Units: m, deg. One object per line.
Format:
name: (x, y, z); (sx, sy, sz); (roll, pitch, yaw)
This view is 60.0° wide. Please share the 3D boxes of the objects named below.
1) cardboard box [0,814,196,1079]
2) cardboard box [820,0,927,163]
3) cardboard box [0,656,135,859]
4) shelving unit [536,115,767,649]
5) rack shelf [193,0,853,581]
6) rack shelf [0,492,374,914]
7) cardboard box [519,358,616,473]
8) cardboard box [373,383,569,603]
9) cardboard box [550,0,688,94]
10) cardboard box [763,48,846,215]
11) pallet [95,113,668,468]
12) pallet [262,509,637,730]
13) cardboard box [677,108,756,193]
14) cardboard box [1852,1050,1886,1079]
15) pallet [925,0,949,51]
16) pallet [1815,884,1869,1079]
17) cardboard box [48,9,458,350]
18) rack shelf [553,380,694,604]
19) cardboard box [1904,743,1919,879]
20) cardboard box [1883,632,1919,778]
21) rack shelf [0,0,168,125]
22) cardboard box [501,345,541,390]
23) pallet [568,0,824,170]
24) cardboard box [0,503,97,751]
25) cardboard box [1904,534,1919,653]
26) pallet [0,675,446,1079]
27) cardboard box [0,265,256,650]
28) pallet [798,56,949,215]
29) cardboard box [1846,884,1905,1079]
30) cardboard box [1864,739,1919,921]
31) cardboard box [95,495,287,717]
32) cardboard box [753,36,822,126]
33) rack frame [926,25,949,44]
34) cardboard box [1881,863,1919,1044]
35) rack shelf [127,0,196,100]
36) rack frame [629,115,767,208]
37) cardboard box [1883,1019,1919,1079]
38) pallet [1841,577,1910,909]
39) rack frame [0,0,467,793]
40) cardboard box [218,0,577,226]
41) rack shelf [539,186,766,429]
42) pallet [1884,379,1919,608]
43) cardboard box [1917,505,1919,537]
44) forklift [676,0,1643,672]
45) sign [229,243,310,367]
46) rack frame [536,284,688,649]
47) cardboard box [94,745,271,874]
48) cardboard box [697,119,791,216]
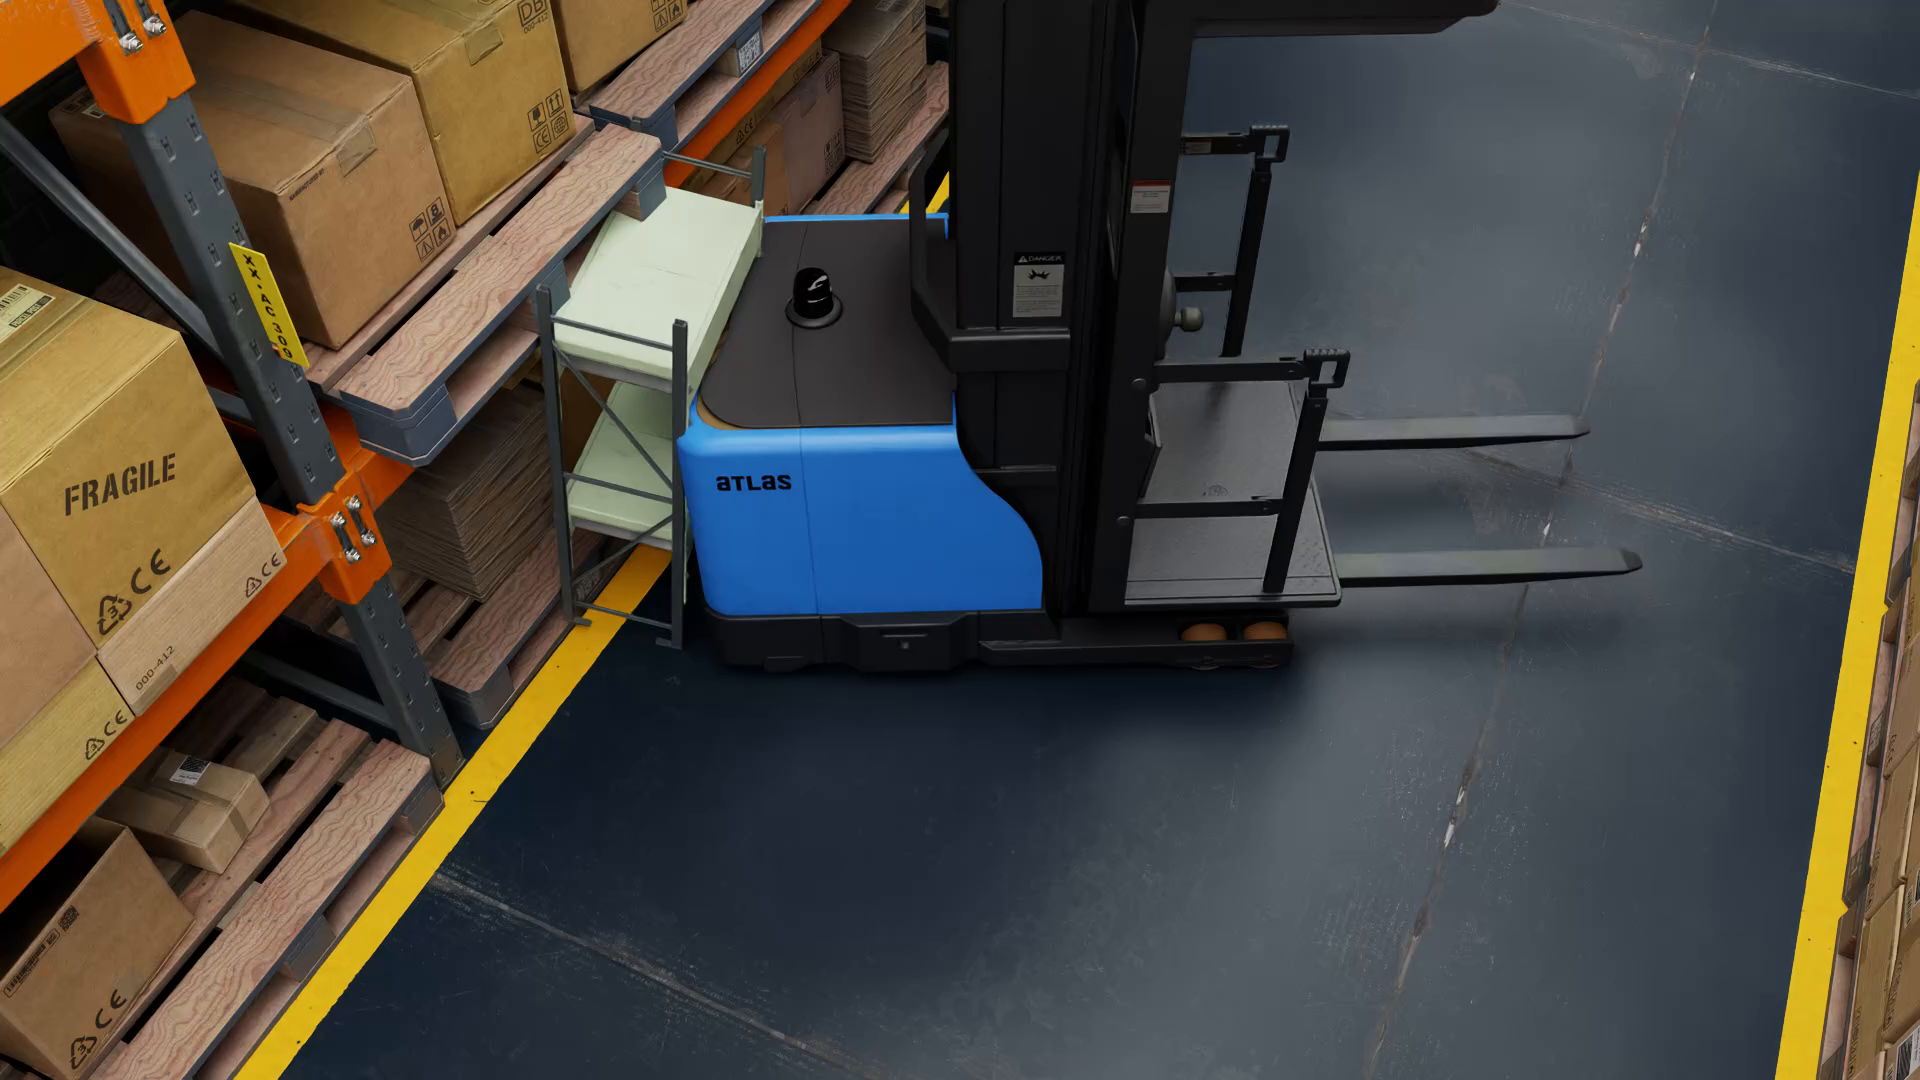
cardboard box: (-2.416, 0.993, 4.288); (0.500, 0.500, 0.500); (16, 52, 13)
cardboard box: (-0.561, -1.977, 6.815); (0.700, 0.500, 0.500); (20, 53, 17)
cardboard box: (-2.158, 0.405, 3.521); (0.500, 0.250, 0.500); (20, 52, 16)
shelving unit: (-0.926, -0.427, 5.102); (0.431, 1.500, 0.755); (14, 52, 1)
rack shelf: (-1.155, -1.547, 5.569); (1.077, 0.370, 4.000); (20, 52, 16)
rack shelf: (-2.864, 1.208, 3.225); (1.077, 0.370, 4.000); (20, 52, 16)
cardboard box: (-1.534, -0.620, 5.660); (0.700, 0.500, 0.500); (19, 52, 15)
cardboard box: (-1.710, -0.247, 5.343); (0.700, 0.500, 0.500); (21, 53, 17)
cardboard box: (-1.263, -1.763, 4.926); (0.700, 0.500, 0.500); (27, 55, 21)
cardboard box: (-0.886, -1.660, 6.545); (0.700, 0.500, 0.500); (20, 52, 16)
pallet: (-1.551, -0.819, 4.604); (1.003, 0.211, 1.213); (20, 52, 16)
pallet: (-1.678, -0.036, 5.642); (1.003, 0.211, 1.213); (20, 52, 16)
cardboard box: (-1.076, -1.492, 5.910); (0.500, 0.250, 0.500); (20, 52, 16)
cardboard box: (2.386, 1.582, 3.964); (0.500, 0.250, 0.500); (19, 52, 16)
pallet: (0.105, -2.772, 7.970); (1.003, 0.211, 1.213); (20, 52, 16)
pallet: (2.751, 1.590, 4.258); (1.003, 0.211, 1.213); (20, 52, 16)
cardboard box: (-1.761, -0.917, 4.206); (0.700, 0.500, 0.500); (20, 52, 16)
rack shelf: (-0.971, -0.229, 5.357); (0.431, 0.370, 0.720); (14, 52, 1)
cardboard box: (2.817, 0.704, 4.342); (0.500, 0.311, 0.500); (20, 52, 16)
cardboard box: (3.041, 0.532, 4.858); (0.500, 0.250, 0.500); (21, 53, 17)
rack shelf: (-2.864, 0.236, 2.083); (1.077, 0.370, 4.000); (20, 52, 16)
cardboard box: (-1.525, -0.795, 5.317); (0.500, 0.250, 0.500); (19, 52, 15)
pallet: (-1.109, -1.718, 5.369); (1.003, 0.211, 1.213); (20, 52, 16)
cardboard box: (-2.139, 0.168, 3.230); (0.500, 0.500, 0.500); (20, 52, 16)
cardboard box: (3.260, 0.179, 5.158); (0.500, 0.250, 0.500); (19, 52, 15)
pallet: (-2.264, 0.975, 4.782); (1.003, 0.211, 1.213); (20, 52, 16)
cardboard box: (-1.931, -0.177, 3.524); (0.500, 0.500, 0.500); (20, 52, 16)
pallet: (-0.635, -1.716, 7.071); (1.003, 0.211, 1.213); (20, 52, 16)
cardboard box: (2.604, 1.234, 4.260); (0.500, 0.250, 0.500); (19, 52, 16)
cardboard box: (2.822, 0.882, 4.560); (0.500, 0.250, 0.500); (21, 53, 17)
cardboard box: (-1.937, 0.064, 3.811); (0.500, 0.250, 0.500); (20, 52, 16)
cardboard box: (-0.861, -1.848, 6.213); (0.500, 0.250, 0.500); (21, 53, 17)
rack frame: (-0.300, -3.157, 6.467); (1.000, 3.000, 0.127); (20, 52, 16)
cardboard box: (2.602, 1.047, 4.051); (0.500, 0.311, 0.500); (21, 53, 17)
rack shelf: (-1.155, -2.519, 4.427); (1.077, 0.370, 4.000); (20, 52, 16)
rack frame: (-0.851, -0.703, 5.329); (0.400, 1.500, 0.023); (14, 52, 1)
cardboard box: (2.385, 1.408, 3.744); (0.500, 0.311, 0.500); (20, 52, 16)
pallet: (3.271, 0.747, 4.976); (1.003, 0.211, 1.213); (20, 52, 16)
rack frame: (-2.009, -0.403, 4.123); (1.000, 3.000, 0.127); (20, 52, 16)
cardboard box: (-1.516, -1.299, 4.532); (0.700, 0.500, 0.500); (25, 54, 20)
rack shelf: (-0.872, -0.663, 4.796); (0.431, 0.370, 0.720); (14, 52, 1)
pallet: (3.793, -0.090, 5.688); (1.003, 0.211, 1.213); (20, 52, 16)
cardboard box: (3.477, -0.181, 5.464); (0.500, 0.250, 0.500); (18, 52, 15)
forklift: (0.688, -0.935, 4.621); (3.031, 2.935, 1.130); (-1, 50, -1)
sign: (-1.515, -0.512, 3.648); (0.100, 0.325, 0.005); (20, 52, 16)
rack frame: (-1.001, -0.150, 4.874); (0.400, 1.500, 0.023); (14, 52, 1)
cardboard box: (-2.211, 0.751, 4.713); (0.380, 0.166, 0.250); (14, 51, 11)
cardboard box: (-1.073, -1.309, 6.246); (0.700, 0.500, 0.500); (20, 52, 16)
